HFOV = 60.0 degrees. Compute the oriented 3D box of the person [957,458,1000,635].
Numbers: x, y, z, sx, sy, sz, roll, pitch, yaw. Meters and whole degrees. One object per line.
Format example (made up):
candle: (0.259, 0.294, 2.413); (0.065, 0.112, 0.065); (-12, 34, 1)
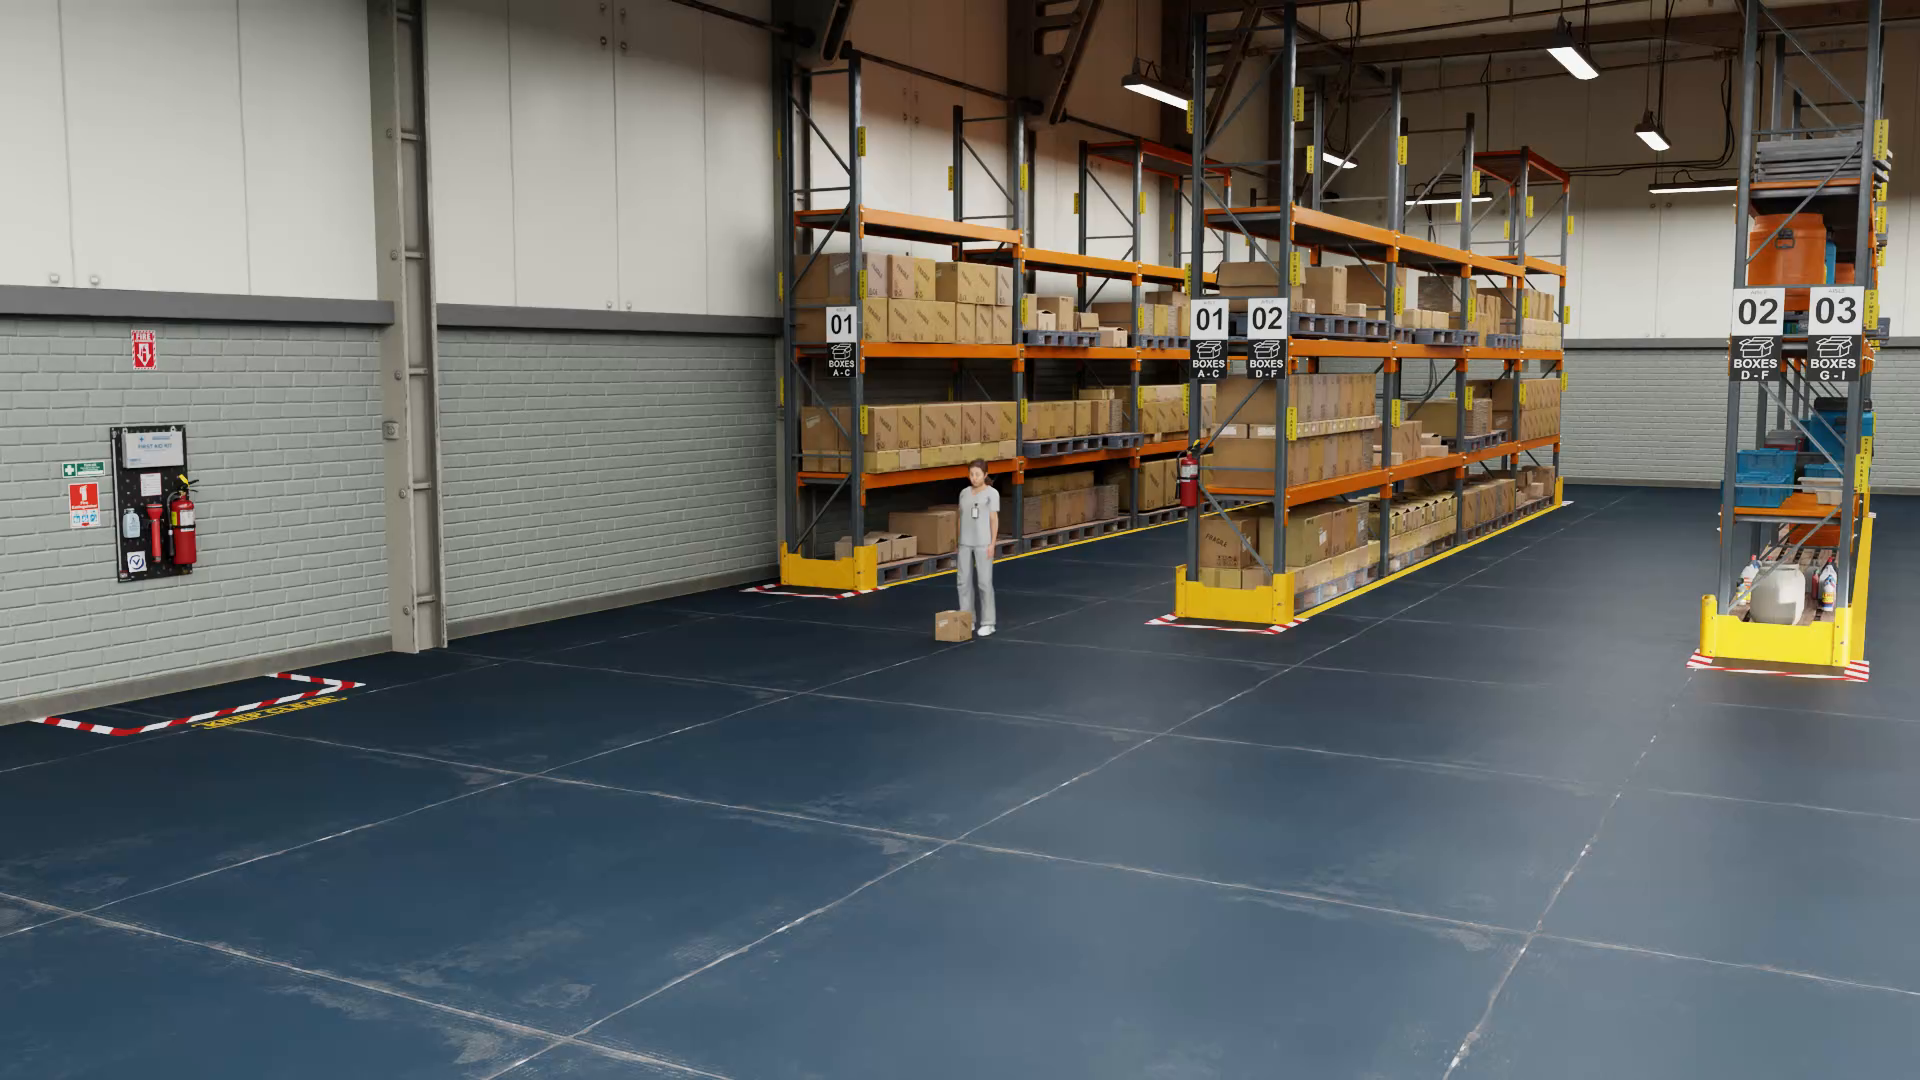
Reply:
person: (0.174, 0.059, 15.846); (0.440, 1.681, 0.365); (3, 7, 30)
